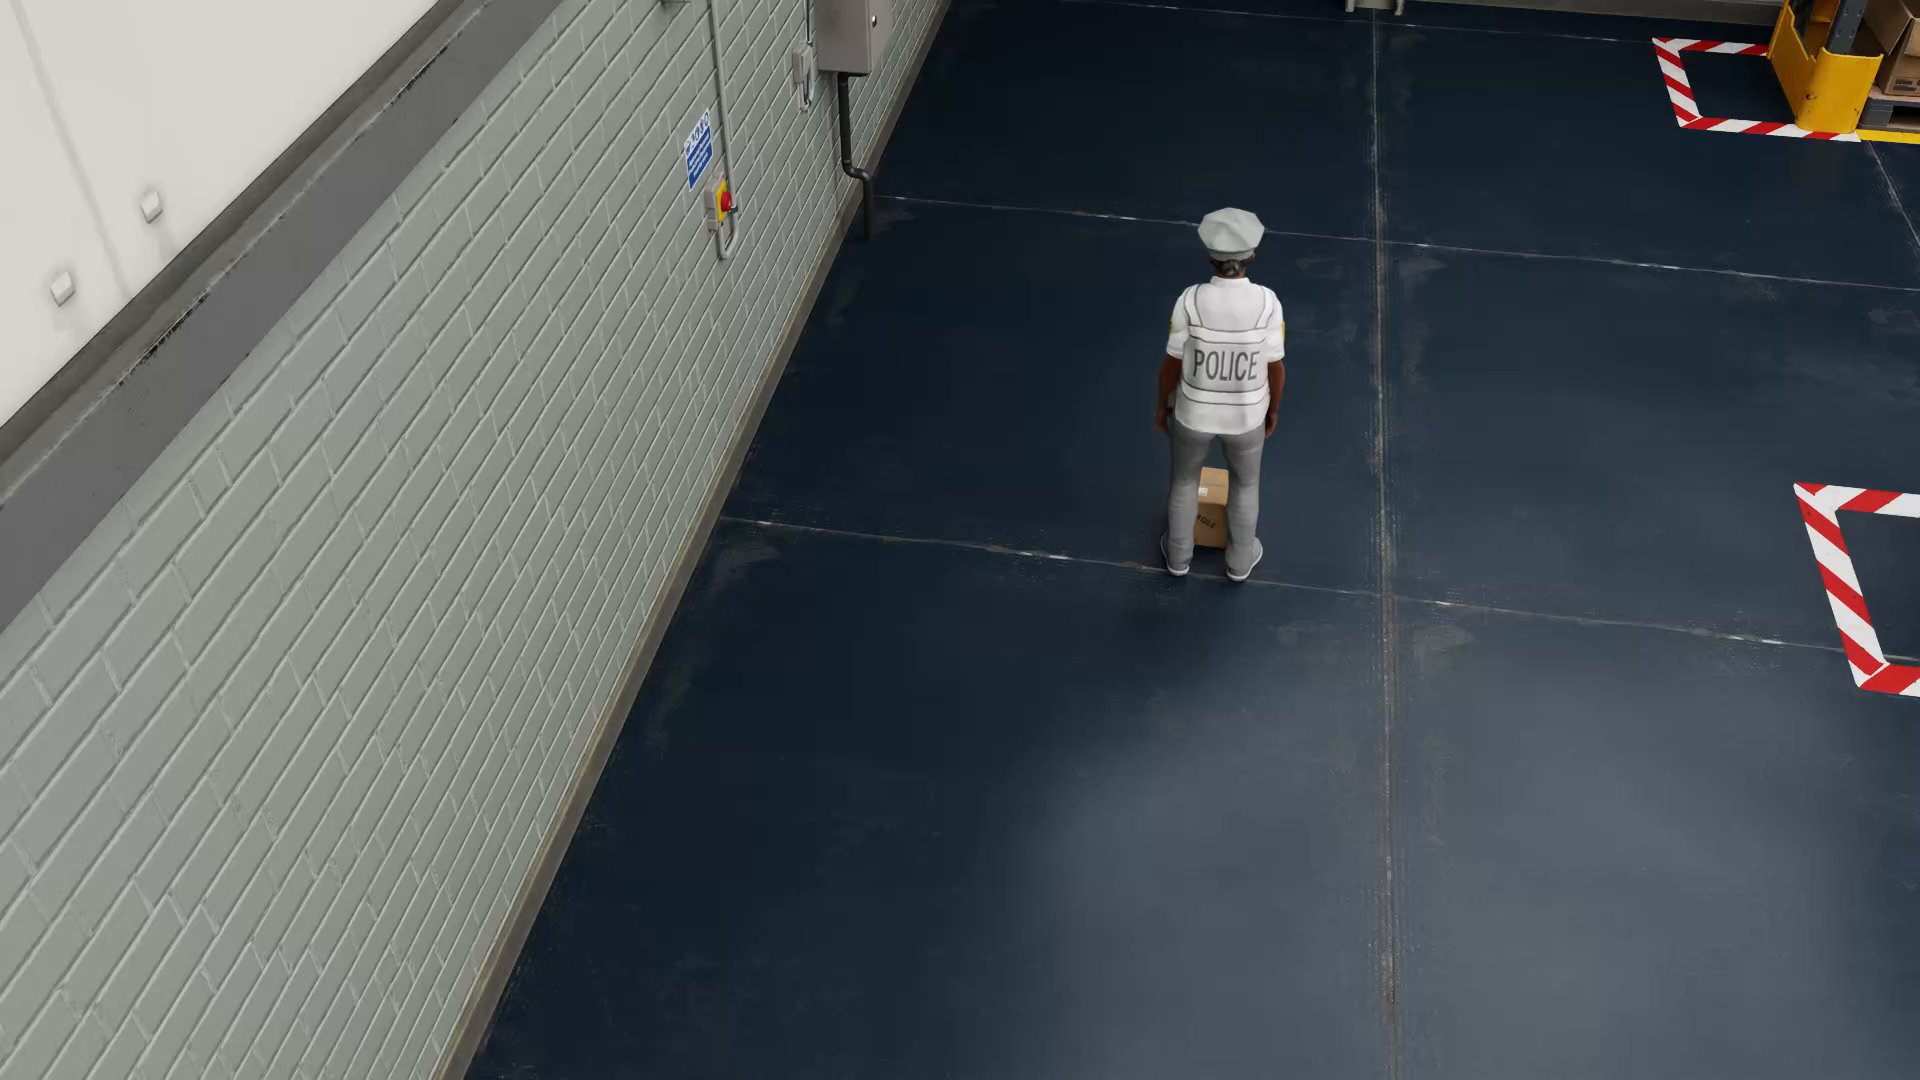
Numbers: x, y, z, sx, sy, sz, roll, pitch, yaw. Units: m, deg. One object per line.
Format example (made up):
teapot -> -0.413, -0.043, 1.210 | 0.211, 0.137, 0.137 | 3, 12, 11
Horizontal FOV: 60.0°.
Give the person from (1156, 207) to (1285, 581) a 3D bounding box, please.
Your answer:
person -> 1.063, -0.529, 6.771 | 0.528, 1.659, 0.398 | 4, 41, 5
